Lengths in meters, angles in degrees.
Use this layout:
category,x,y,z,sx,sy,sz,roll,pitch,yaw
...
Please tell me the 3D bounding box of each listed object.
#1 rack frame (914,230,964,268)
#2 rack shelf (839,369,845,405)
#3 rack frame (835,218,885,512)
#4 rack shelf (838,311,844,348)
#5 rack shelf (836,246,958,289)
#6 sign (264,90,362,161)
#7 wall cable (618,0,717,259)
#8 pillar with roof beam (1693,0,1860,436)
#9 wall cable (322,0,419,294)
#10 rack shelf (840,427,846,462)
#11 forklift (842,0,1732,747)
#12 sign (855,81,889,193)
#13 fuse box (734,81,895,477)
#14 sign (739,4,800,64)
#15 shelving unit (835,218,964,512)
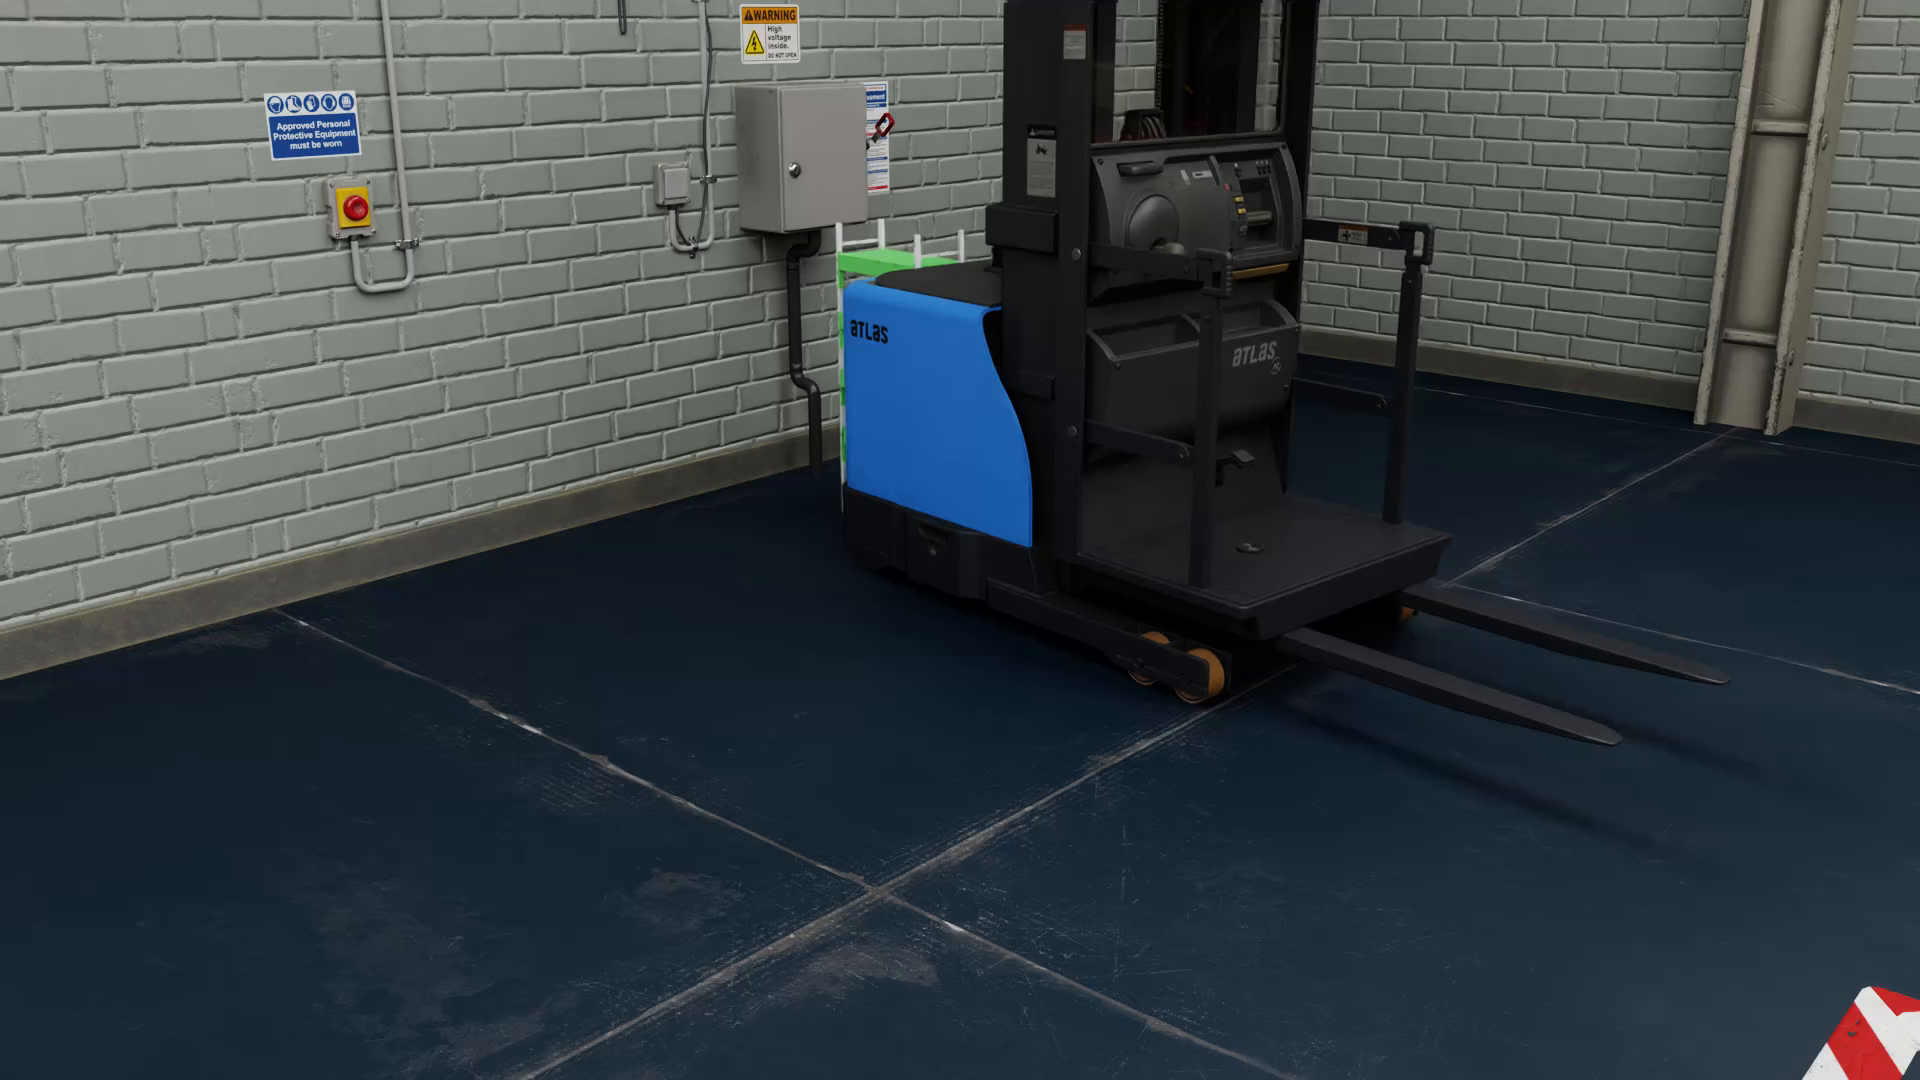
category,x,y,z,sx,sy,sz,roll,pitch,yaw
rack frame,-0.078,-0.601,6.522,0.240,1.200,0.015,-15,23,-39
rack shelf,-0.240,-0.596,6.716,0.258,0.148,0.480,-15,23,-39
rack frame,-0.401,-0.712,6.871,0.240,1.200,0.015,-15,23,-39
rack shelf,-0.240,-0.824,6.643,0.258,0.148,0.480,-15,23,-39
rack shelf,-0.240,-1.053,6.571,0.258,0.148,0.480,-15,23,-39
sign,-2.193,-1.409,5.645,0.001,0.218,0.327,15,23,39
wall cable,-1.183,-2.086,6.547,0.122,1.984,0.588,15,23,39
pillar with roof beam,1.133,-3.906,4.044,0.400,9.000,9.100,15,23,39
wall cable,-2.116,-1.778,5.524,0.123,1.953,0.585,15,23,39
rack shelf,-0.240,-0.367,6.789,0.258,0.148,0.480,-15,23,-39
forklift,0.910,-1.073,5.147,1.130,2.935,3.031,-15,23,-39
sign,-0.439,-1.833,7.585,0.001,0.494,0.329,15,23,39
fuse box,-0.612,-1.111,7.282,0.414,1.711,0.539,15,23,39
sign,-0.804,-2.147,7.054,0.001,0.242,0.339,15,23,39
shelving unit,-0.240,-0.656,6.697,0.258,1.200,0.503,-15,23,-39
